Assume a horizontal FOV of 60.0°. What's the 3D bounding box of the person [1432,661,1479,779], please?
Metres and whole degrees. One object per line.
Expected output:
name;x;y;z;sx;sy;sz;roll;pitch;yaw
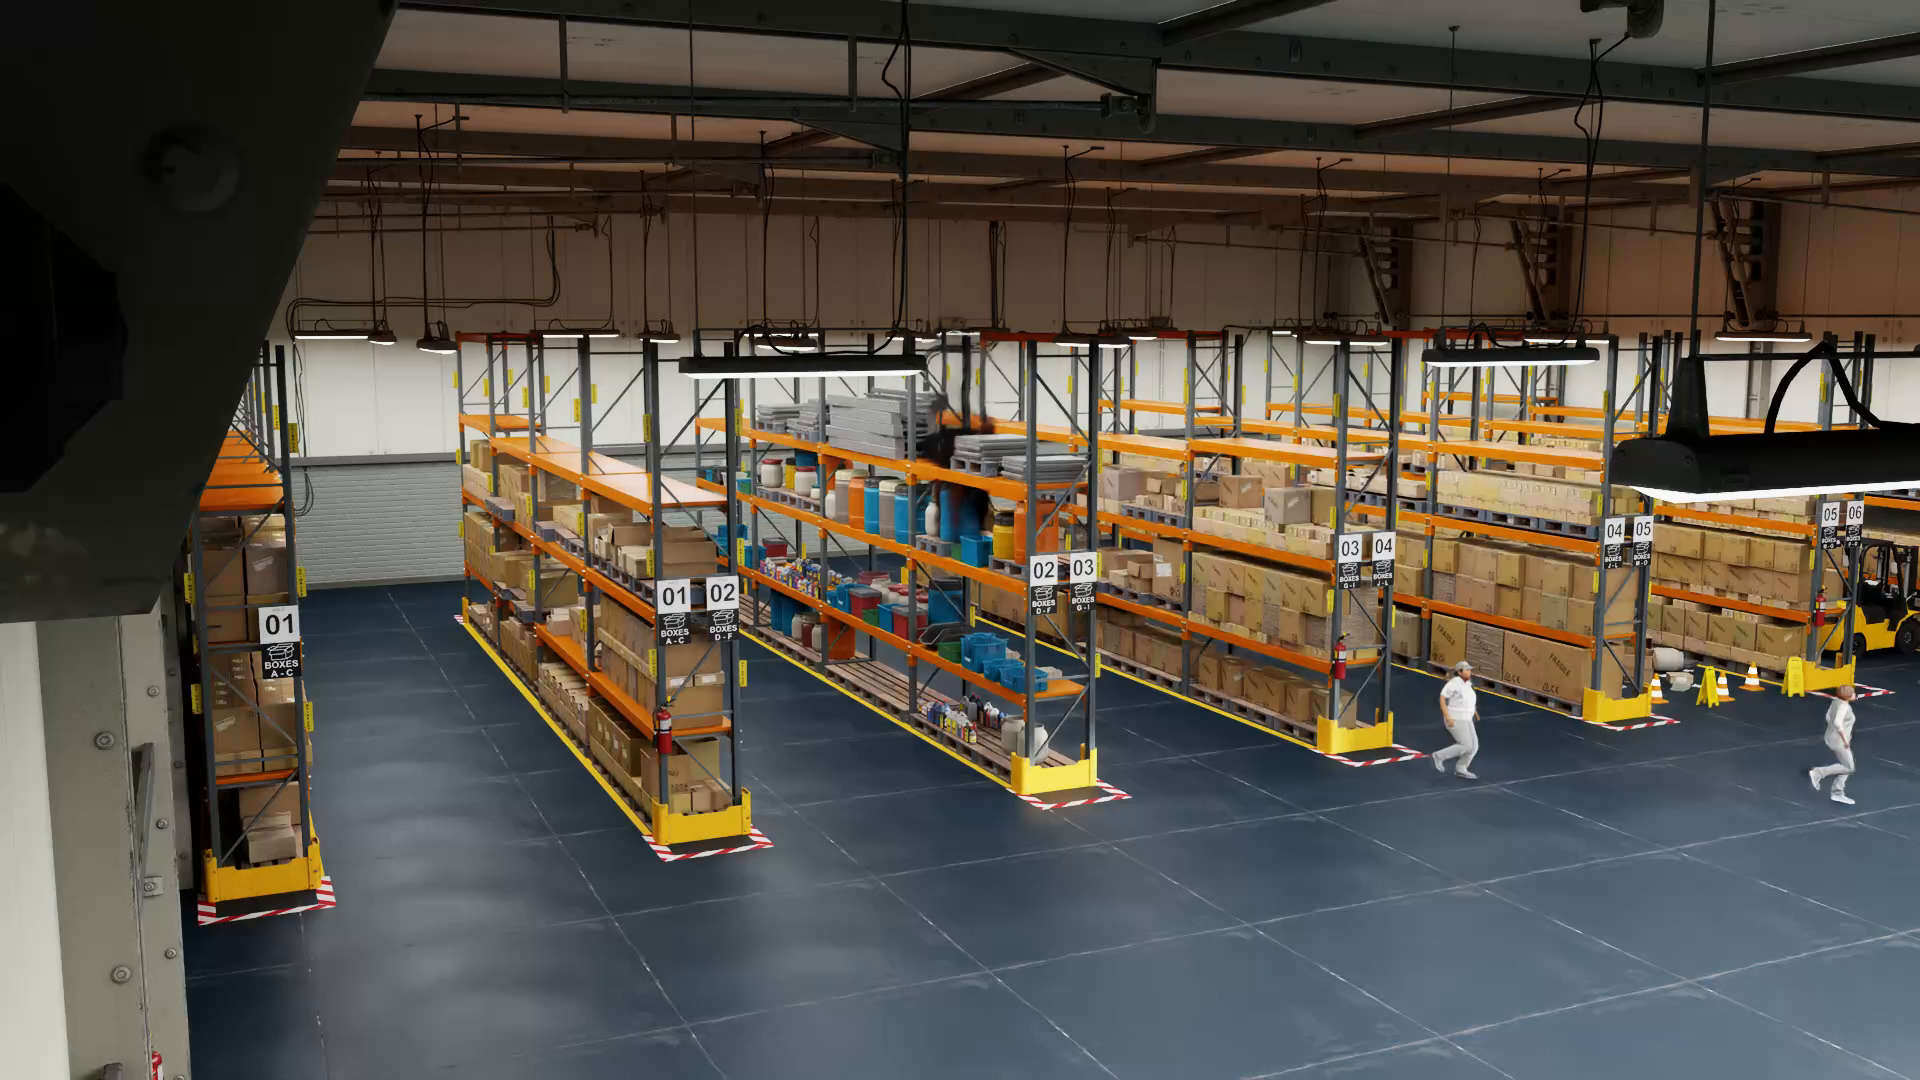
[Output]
person;6.872;2.473;22.897;0.529;1.617;0.690;6;10;37

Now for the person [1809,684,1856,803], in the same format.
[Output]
person;11.424;2.651;21.756;0.554;1.565;0.559;2;8;12
